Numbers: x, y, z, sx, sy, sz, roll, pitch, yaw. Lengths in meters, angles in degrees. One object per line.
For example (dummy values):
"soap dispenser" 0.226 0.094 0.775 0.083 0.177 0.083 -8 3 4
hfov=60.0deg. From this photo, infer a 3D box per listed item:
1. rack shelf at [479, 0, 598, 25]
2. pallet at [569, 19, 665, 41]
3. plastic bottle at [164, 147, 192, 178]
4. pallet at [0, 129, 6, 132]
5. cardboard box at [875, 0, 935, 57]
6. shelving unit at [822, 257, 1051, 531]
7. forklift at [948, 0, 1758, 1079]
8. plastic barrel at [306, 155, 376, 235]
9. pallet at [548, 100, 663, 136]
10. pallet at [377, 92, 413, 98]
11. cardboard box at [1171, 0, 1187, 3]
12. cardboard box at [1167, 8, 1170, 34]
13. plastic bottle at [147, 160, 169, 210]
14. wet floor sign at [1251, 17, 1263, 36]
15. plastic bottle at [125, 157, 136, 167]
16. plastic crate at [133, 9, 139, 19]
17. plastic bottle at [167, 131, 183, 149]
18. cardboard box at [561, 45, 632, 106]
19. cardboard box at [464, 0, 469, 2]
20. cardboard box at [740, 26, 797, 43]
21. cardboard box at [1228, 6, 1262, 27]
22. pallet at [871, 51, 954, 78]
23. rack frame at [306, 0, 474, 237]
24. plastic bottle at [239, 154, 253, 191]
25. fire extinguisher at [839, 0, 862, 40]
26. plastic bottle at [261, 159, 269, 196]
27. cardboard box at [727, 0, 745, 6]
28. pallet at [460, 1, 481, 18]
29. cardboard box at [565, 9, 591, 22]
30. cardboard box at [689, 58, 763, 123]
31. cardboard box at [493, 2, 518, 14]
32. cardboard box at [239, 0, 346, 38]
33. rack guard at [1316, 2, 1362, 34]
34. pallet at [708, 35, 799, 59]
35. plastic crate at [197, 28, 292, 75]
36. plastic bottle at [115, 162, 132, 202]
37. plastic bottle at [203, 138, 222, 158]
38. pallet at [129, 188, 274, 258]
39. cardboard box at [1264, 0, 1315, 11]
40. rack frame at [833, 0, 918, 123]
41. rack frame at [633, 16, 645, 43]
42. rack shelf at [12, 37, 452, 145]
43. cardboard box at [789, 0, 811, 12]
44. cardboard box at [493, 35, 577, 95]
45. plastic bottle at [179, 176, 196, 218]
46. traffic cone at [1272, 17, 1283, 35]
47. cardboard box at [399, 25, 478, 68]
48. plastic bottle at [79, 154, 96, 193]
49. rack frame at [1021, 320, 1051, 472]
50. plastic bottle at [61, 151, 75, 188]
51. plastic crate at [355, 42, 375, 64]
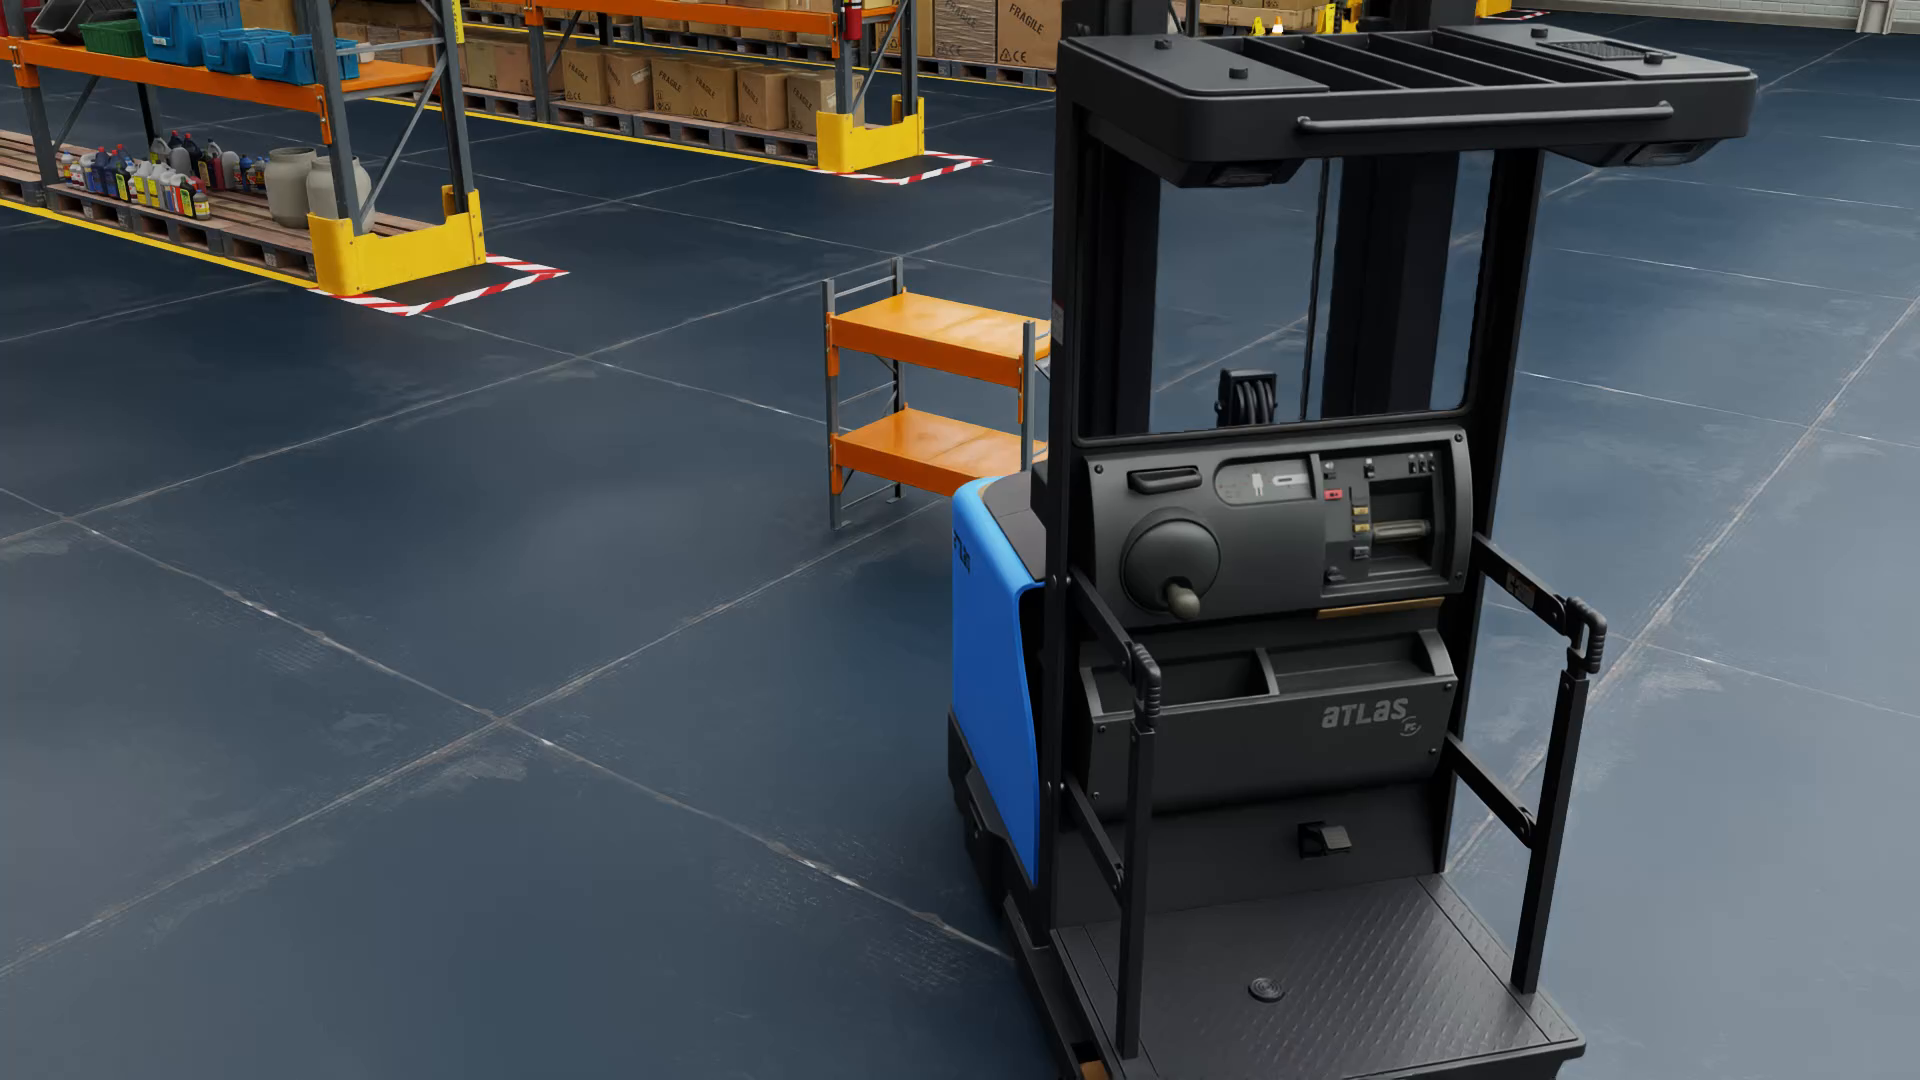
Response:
"rack shelf" -5.532 -5.901 17.815 4.000 0.370 1.077 17 29 33
"pallet" -4.701 -7.203 23.336 1.213 0.211 1.003 17 29 33
"plastic bottle" -6.129 -2.940 13.035 0.135 0.276 0.152 17 29 33
"pallet" -9.506 -3.640 15.249 1.213 0.211 1.003 17 29 33
"cardboard box" -0.415 -6.367 20.096 0.875 0.875 0.875 17 29 34
"shelving unit" -0.005 -0.516 7.027 1.048 1.125 0.538 17 29 33
"forklift" 0.795 -0.010 3.636 1.130 2.935 3.031 -5 24 -12
"plastic barrel" -4.274 -2.369 11.472 0.421 0.512 0.421 0 24 0
"pallet" -3.373 -4.319 16.791 1.213 0.211 1.003 17 29 33
"pallet" -6.508 -5.248 18.899 1.213 0.211 1.003 17 29 33
"cardboard box" 3.171 -7.739 23.055 0.500 0.500 0.500 19 30 36
"cardboard box" 1.742 -5.717 18.621 0.875 0.875 0.875 17 29 34
"plastic bottle" -5.865 -2.615 12.205 0.185 0.351 0.144 18 30 35
"wet floor sign" 3.535 -5.909 19.862 0.232 0.644 0.267 12 26 24
"plastic bottle" -6.317 -2.776 12.668 0.097 0.271 0.097 0 24 0
"plastic crate" -5.854 -3.900 12.566 0.616 0.251 0.499 17 29 33
"plastic bottle" -6.214 -3.075 13.248 0.185 0.351 0.144 16 28 32
"cardboard box" -3.636 -4.685 16.742 0.500 0.500 0.500 16 28 32
"cardboard box" -7.376 -8.336 25.464 0.250 0.149 0.380 15 28 31
"cardboard box" -2.196 -6.840 21.324 0.750 0.750 1.050 17 29 33
"cardboard box" 3.995 -7.147 22.640 0.500 0.250 0.500 17 29 33
"pallet" -0.315 -5.837 20.236 1.213 0.211 1.003 17 29 33
"rack frame" -3.702 -3.181 10.750 0.127 3.000 1.000 17 29 33
"plastic bottle" -5.482 -2.829 12.789 0.097 0.271 0.097 0 24 0
"fire extinguisher" -0.916 -4.567 13.992 0.183 0.674 0.296 17 29 33
"plastic bottle" -5.240 -2.756 12.622 0.097 0.271 0.097 0 24 0
"cardboard box" -1.879 -4.910 14.986 0.250 0.149 0.380 17 29 33
"pallet" -7.836 -8.132 25.444 1.213 0.211 1.003 17 29 33
"cardboard box" -5.174 -7.539 23.220 0.500 0.500 0.500 18 30 35
"cardboard box" -2.209 -4.275 15.811 0.500 0.500 0.500 20 31 38
"cardboard box" -6.421 -7.913 24.070 0.500 0.500 0.500 18 30 36
"cardboard box" -7.672 -6.107 19.505 0.875 0.875 1.225 15 28 31
"rack guard" 5.152 -6.851 22.179 0.348 0.500 1.175 17 29 33
"pallet" -2.519 -6.503 21.748 1.213 0.211 1.003 17 29 33
"plastic crate" -4.798 -3.296 11.196 0.408 0.251 0.499 17 29 33
"plastic bottle" -6.247 -2.679 12.432 0.133 0.283 0.061 18 30 36
"plastic bottle" -5.802 -2.950 12.965 0.185 0.351 0.144 17 29 33
"pallet" -5.409 -2.402 12.439 1.213 0.211 1.003 17 29 33
"cardboard box" 4.415 -7.363 22.201 0.500 0.500 0.500 17 29 34
"rack frame" -0.731 -4.779 14.377 0.127 3.000 1.000 17 29 33
"rack frame" -4.077 -8.289 22.344 0.127 3.000 1.000 17 29 33
"rack shelf" -5.302 -3.336 11.992 4.000 0.370 1.077 17 29 33
"cardboard box" -1.283 -4.727 14.570 0.250 0.149 0.380 17 29 33
"cardboard box" -4.410 -4.959 17.340 0.500 0.500 0.700 14 28 29
"plastic bottle" -5.538 -2.464 11.946 0.133 0.283 0.061 18 29 35
"traffic cone" 4.095 -6.503 21.436 0.334 0.463 0.336 17 29 33
"cardboard box" -5.675 -5.351 18.228 0.500 0.500 0.700 20 31 38
"plastic bottle" -6.635 -2.815 12.752 0.135 0.276 0.152 18 30 35
"rack frame" 0.401 -0.393 6.748 0.032 1.125 0.500 17 29 33
"plastic bottle" -6.910 -2.883 12.910 0.097 0.271 0.097 0 24 0
"plastic crate" -4.225 -3.381 11.530 0.250 0.136 0.298 17 29 33
